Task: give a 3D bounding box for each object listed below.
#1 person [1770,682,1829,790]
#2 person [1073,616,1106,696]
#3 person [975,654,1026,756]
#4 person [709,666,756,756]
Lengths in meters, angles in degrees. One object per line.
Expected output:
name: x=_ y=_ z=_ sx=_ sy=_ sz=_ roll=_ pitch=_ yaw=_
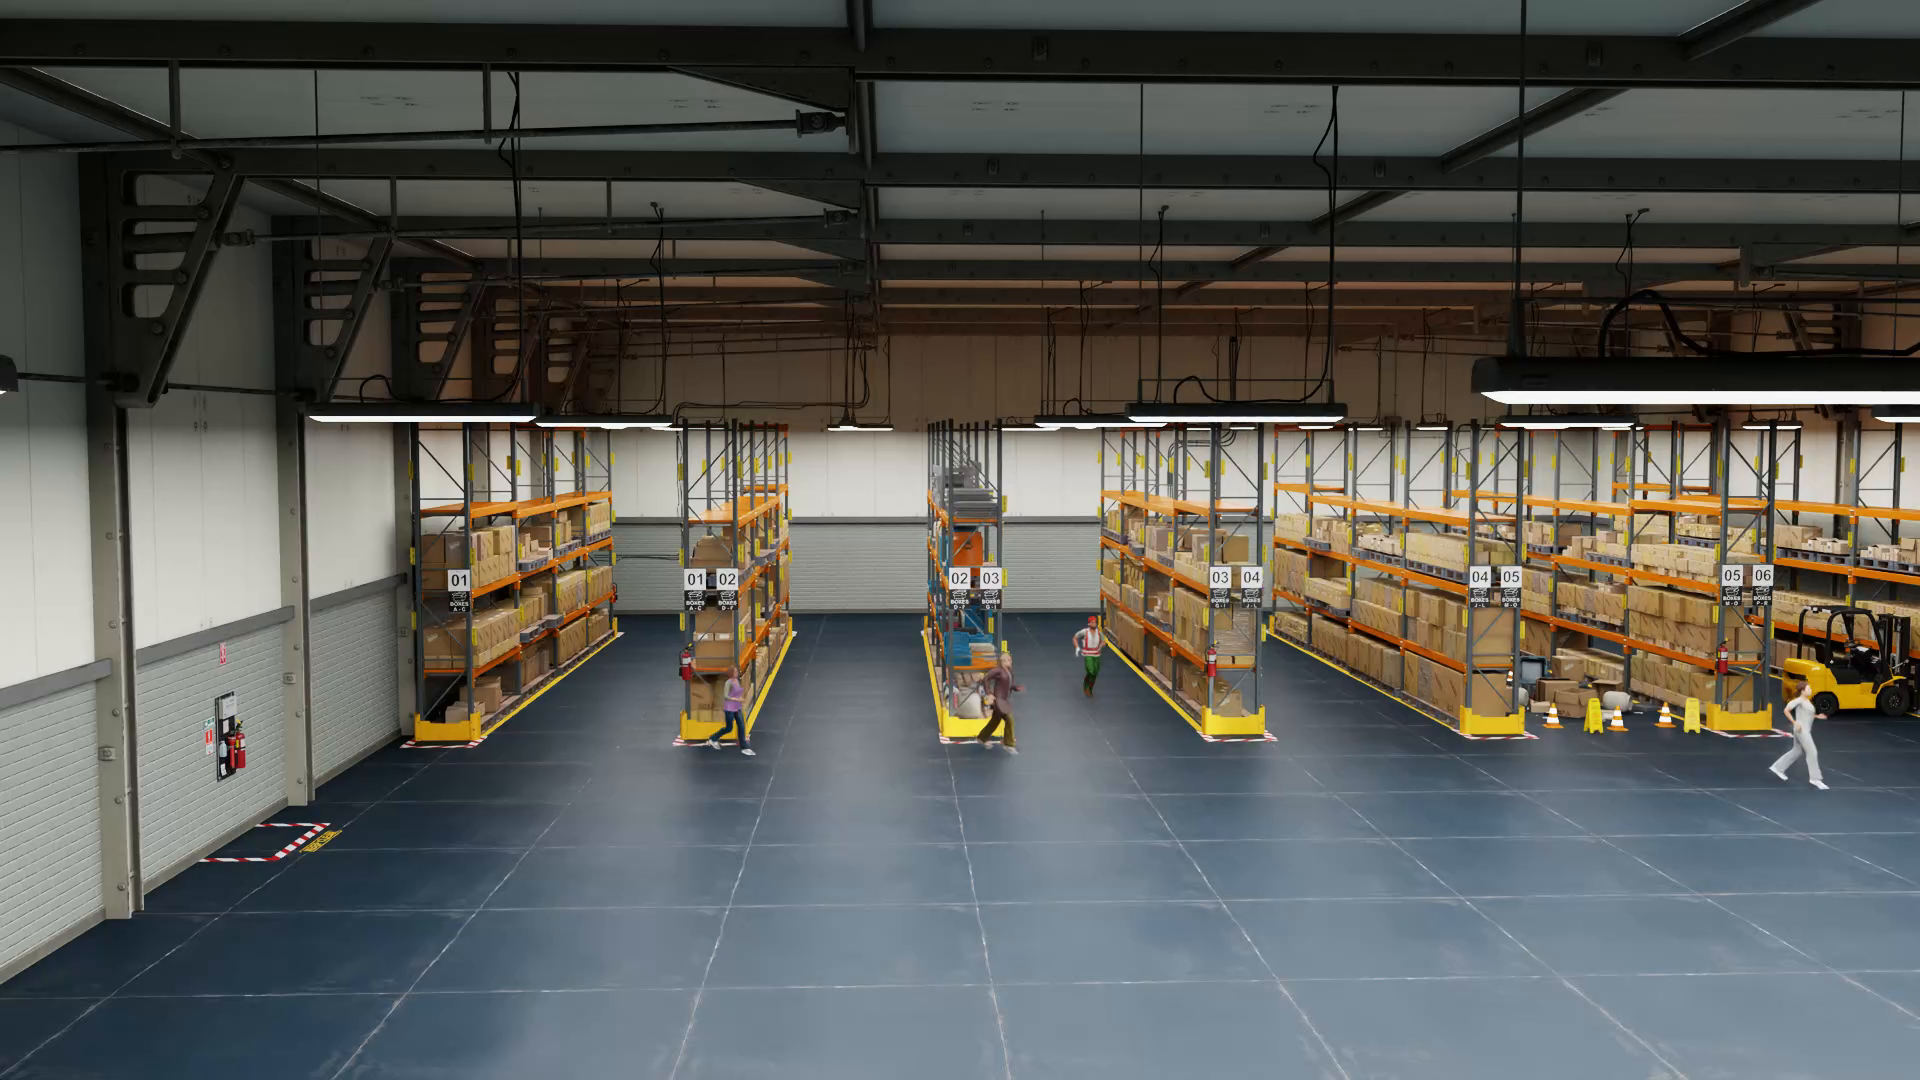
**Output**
person: x=13.658 y=3.147 z=27.006 sx=0.902 sy=1.707 sz=0.559 roll=3 pitch=5 yaw=37
person: x=2.859 y=2.524 z=35.999 sx=0.652 sy=1.752 sz=0.641 roll=-1 pitch=4 yaw=-18
person: x=0.709 y=2.940 z=29.787 sx=0.985 sy=1.827 sz=0.625 roll=1 pitch=4 yaw=21
person: x=-4.042 y=3.018 z=29.477 sx=0.904 sy=1.587 sz=0.554 roll=1 pitch=4 yaw=22
